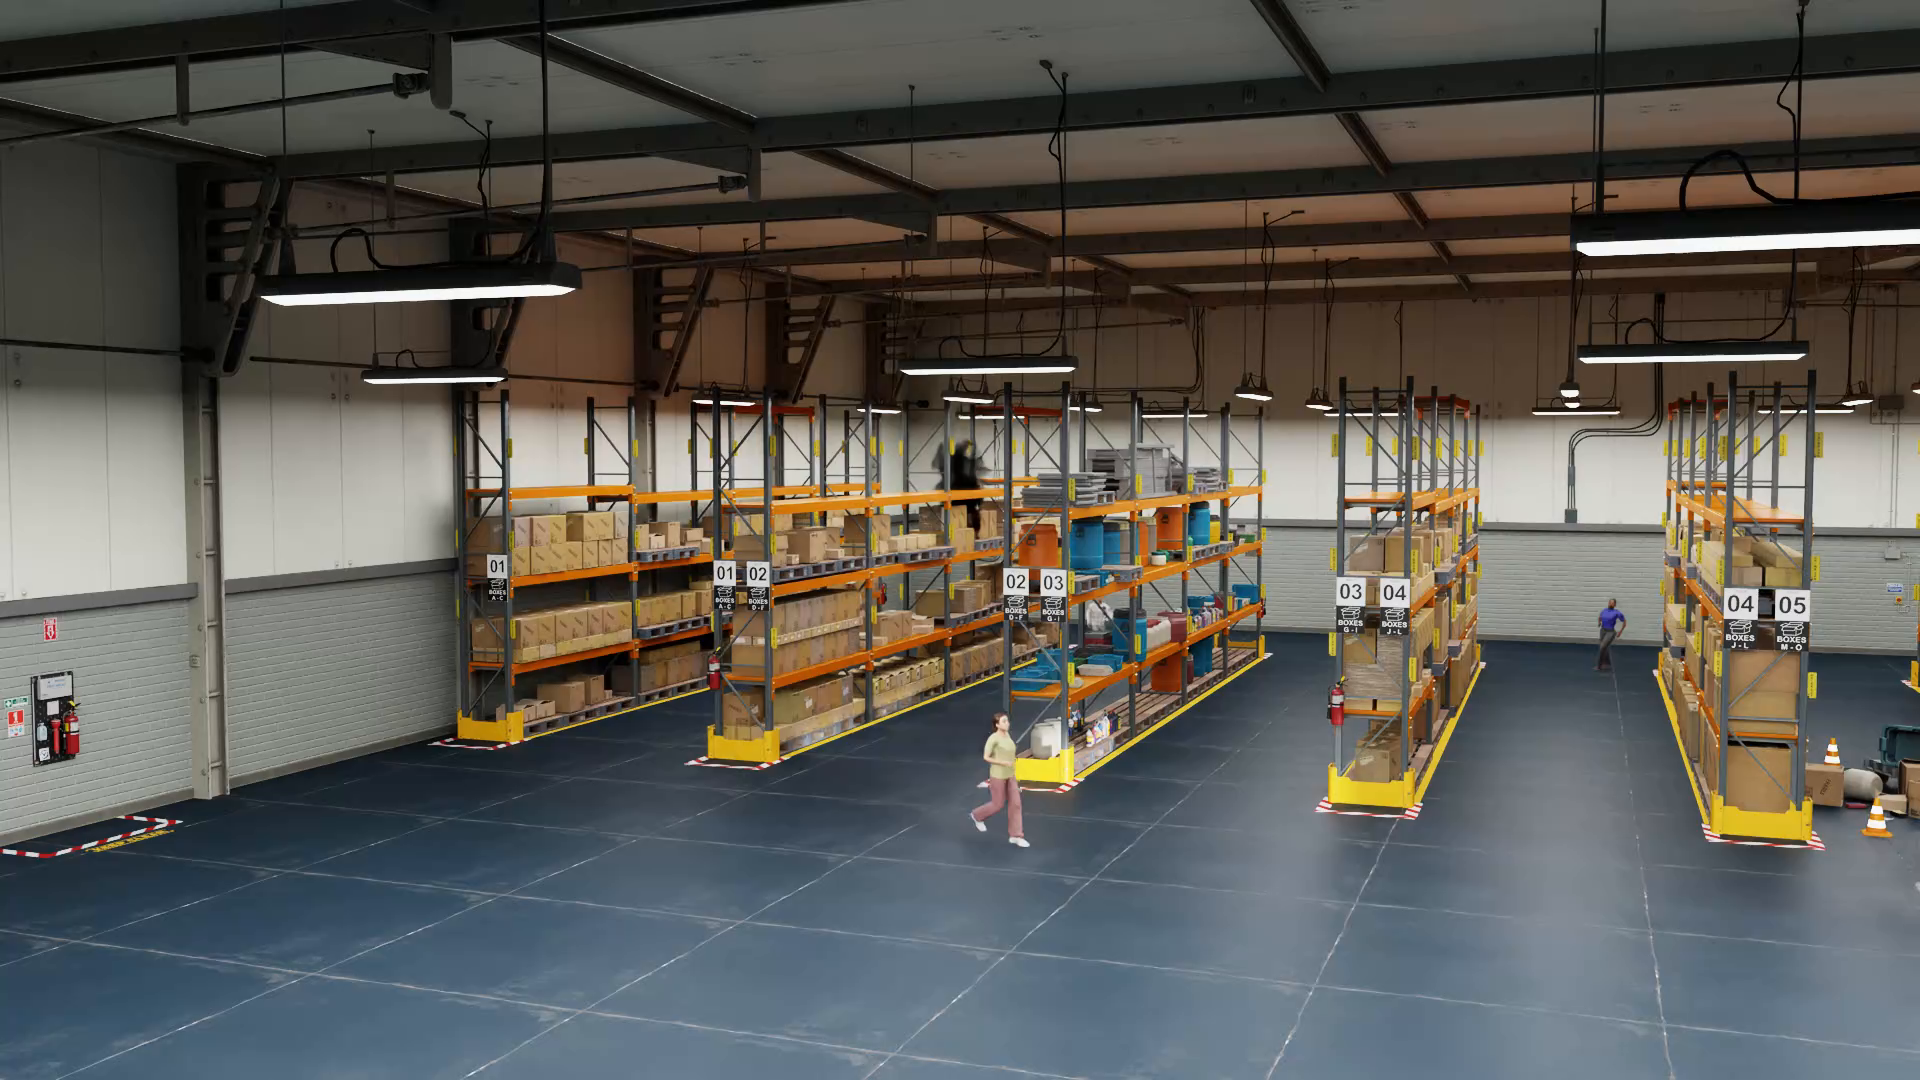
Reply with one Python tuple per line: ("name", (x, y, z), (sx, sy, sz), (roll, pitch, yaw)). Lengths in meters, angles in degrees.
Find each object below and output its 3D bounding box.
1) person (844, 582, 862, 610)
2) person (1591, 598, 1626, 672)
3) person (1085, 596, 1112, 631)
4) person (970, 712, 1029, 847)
("person", (-2.508, 1.806, 37.159), (0.655, 1.869, 0.715), (0, 3, 9))
("person", (14.566, 2.134, 37.345), (0.760, 1.664, 0.628), (-2, 4, -33))
("person", (3.258, 2.025, 39.061), (0.640, 1.673, 0.663), (0, 3, 6))
("person", (0.515, 3.009, 21.050), (0.930, 1.654, 0.580), (3, 4, 43))
